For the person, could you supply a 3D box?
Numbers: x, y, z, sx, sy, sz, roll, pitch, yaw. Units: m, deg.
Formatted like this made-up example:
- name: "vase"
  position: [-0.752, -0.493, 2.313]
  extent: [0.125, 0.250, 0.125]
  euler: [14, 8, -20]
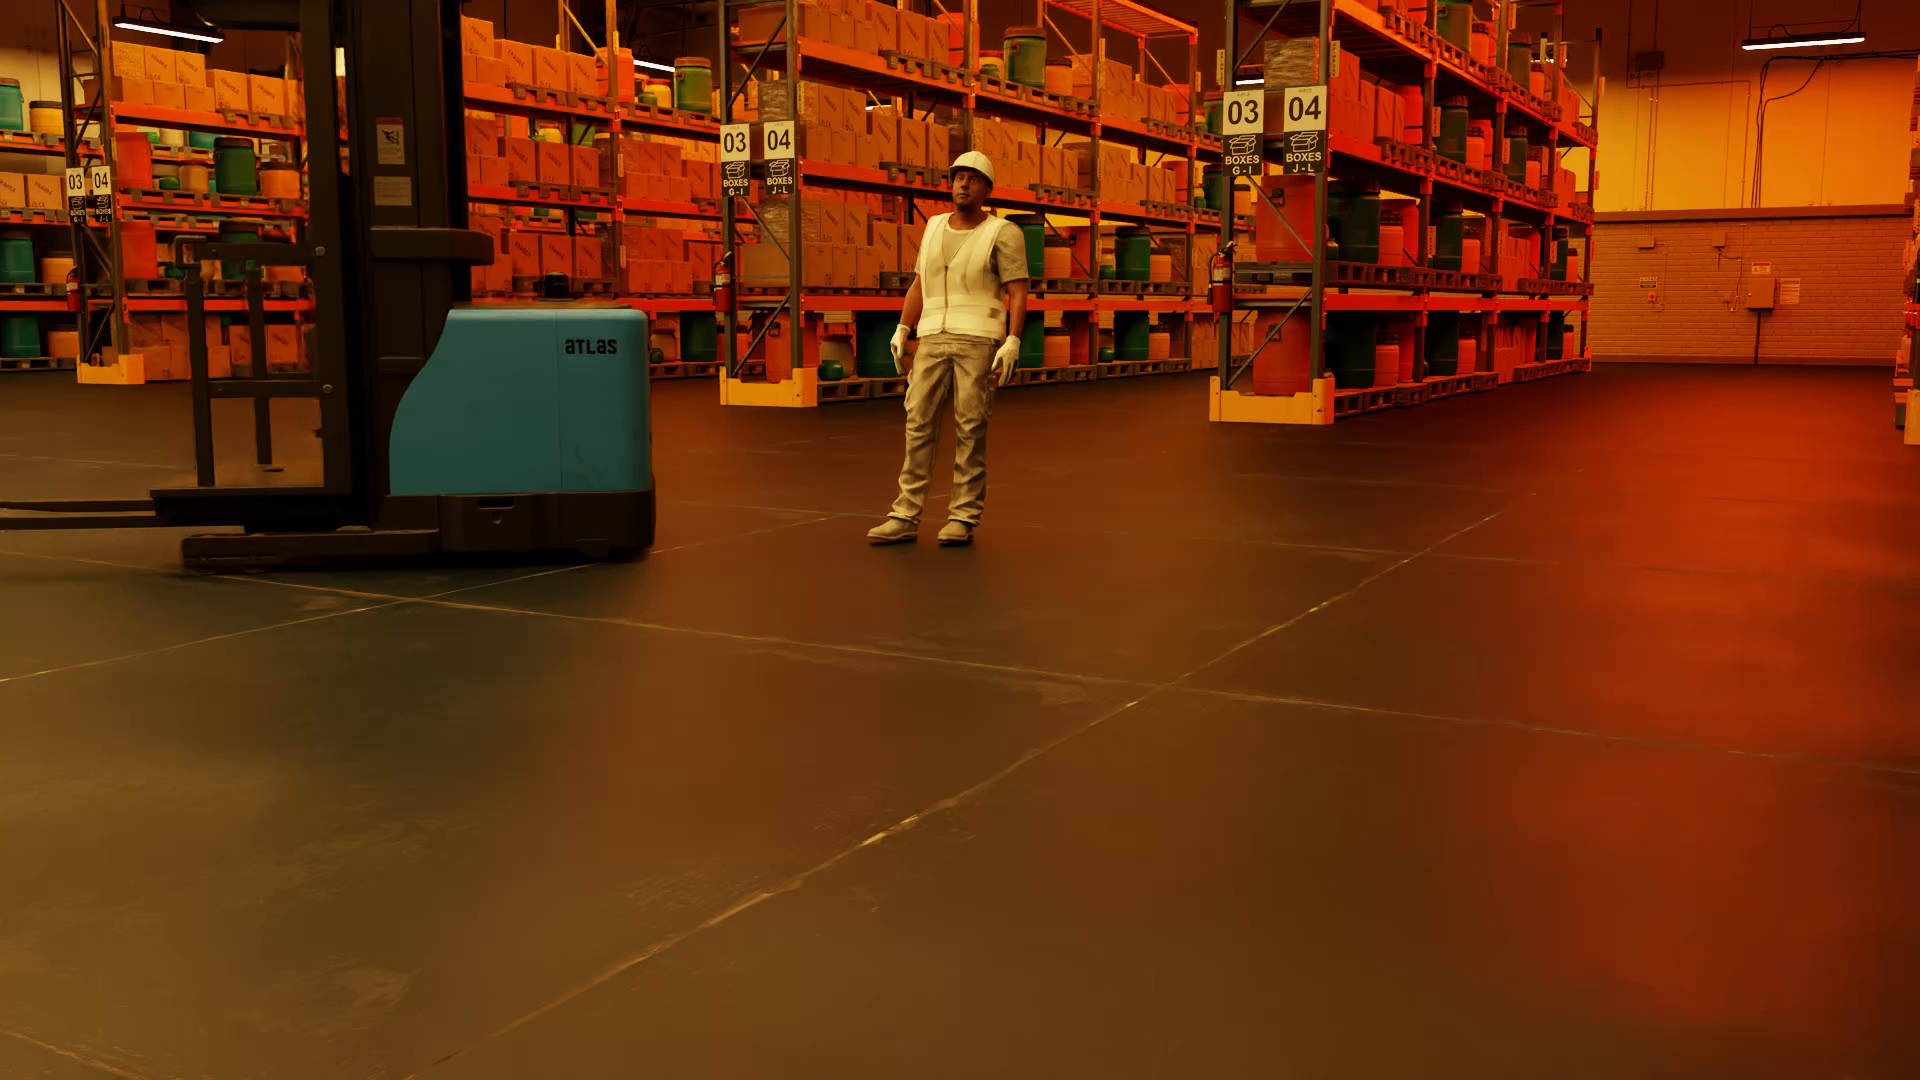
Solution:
- name: "person"
  position: [-0.042, -0.882, 7.632]
  extent: [0.656, 1.784, 0.575]
  euler: [4, 9, 29]

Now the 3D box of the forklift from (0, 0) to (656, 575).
- name: "forklift"
  position: [-2.887, -1.387, 7.142]
  extent: [3.031, 2.935, 1.130]
  euler: [-1, 8, -10]
